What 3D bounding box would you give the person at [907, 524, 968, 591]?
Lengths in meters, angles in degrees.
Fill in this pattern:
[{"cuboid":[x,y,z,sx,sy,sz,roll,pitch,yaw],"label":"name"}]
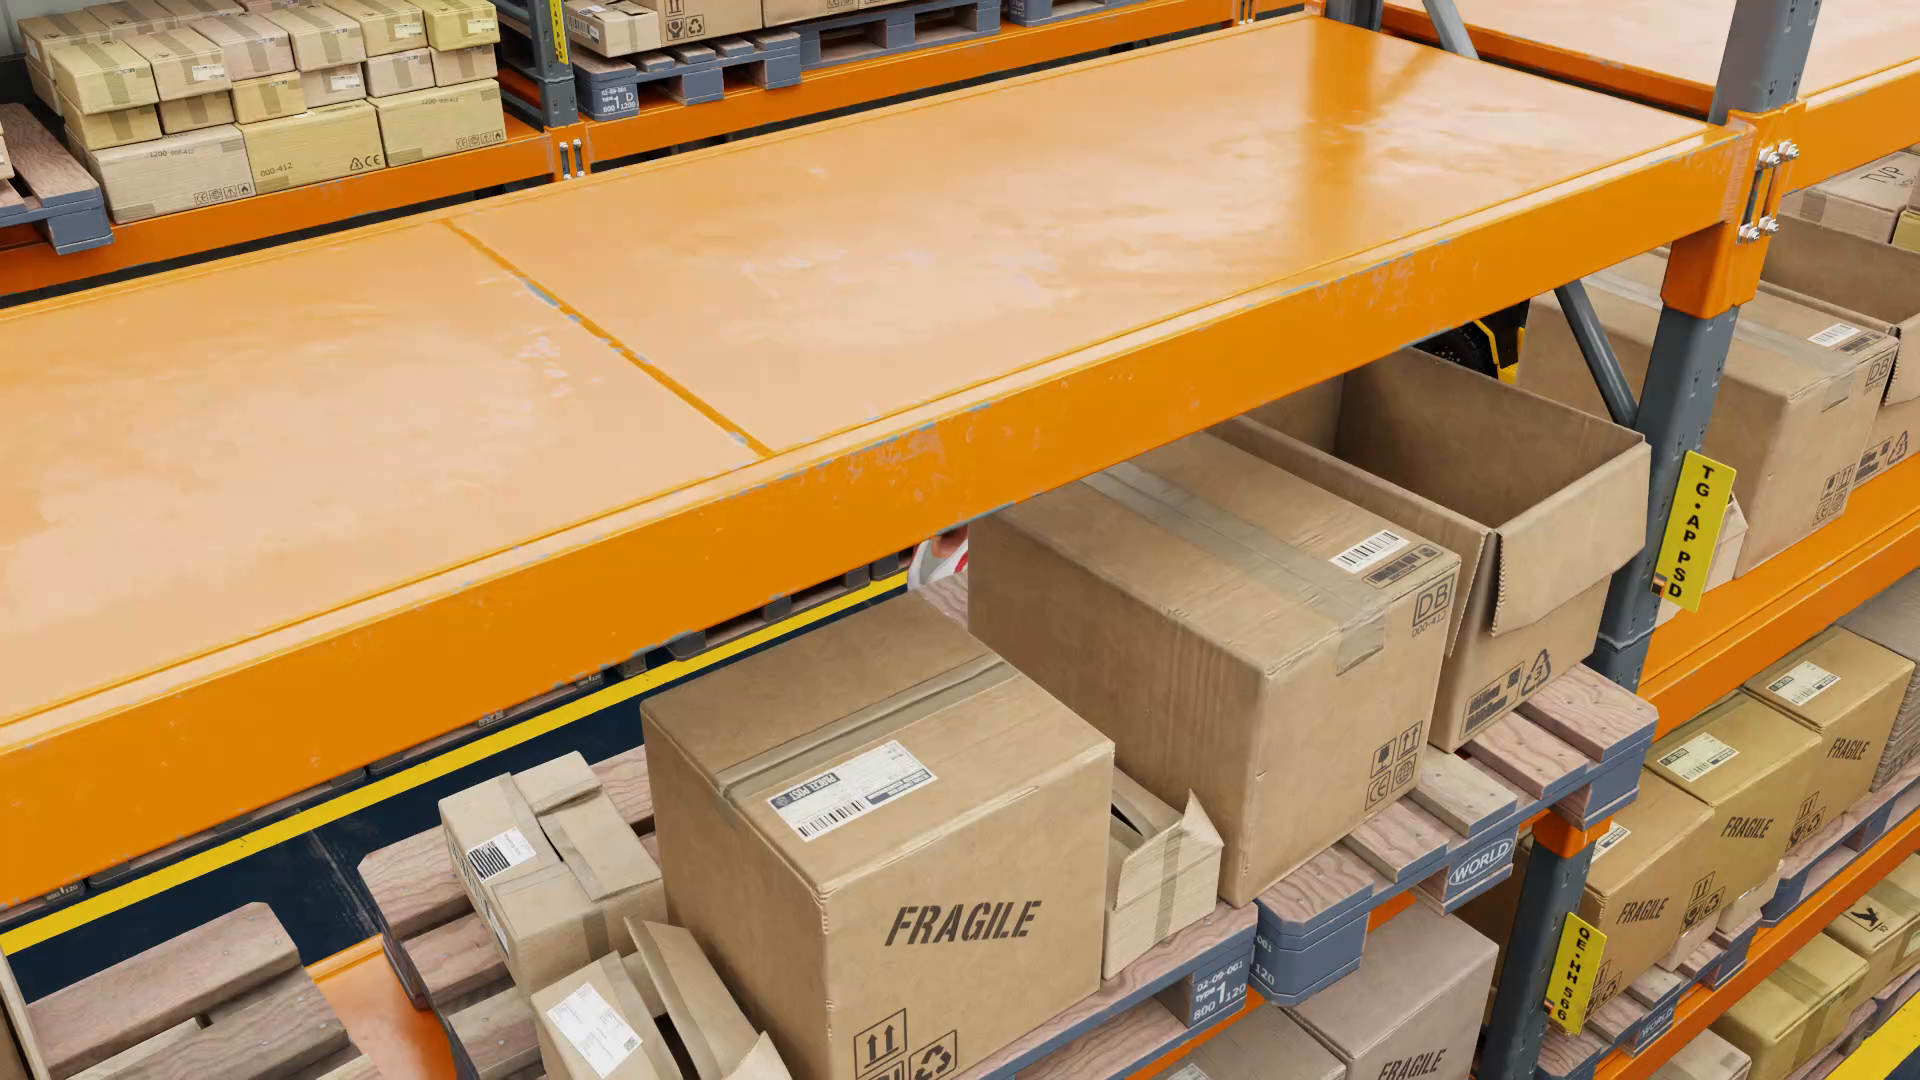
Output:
[{"cuboid":[-0.071,0.509,6.964,0.598,1.812,0.538,-22,38,-31],"label":"person"}]
